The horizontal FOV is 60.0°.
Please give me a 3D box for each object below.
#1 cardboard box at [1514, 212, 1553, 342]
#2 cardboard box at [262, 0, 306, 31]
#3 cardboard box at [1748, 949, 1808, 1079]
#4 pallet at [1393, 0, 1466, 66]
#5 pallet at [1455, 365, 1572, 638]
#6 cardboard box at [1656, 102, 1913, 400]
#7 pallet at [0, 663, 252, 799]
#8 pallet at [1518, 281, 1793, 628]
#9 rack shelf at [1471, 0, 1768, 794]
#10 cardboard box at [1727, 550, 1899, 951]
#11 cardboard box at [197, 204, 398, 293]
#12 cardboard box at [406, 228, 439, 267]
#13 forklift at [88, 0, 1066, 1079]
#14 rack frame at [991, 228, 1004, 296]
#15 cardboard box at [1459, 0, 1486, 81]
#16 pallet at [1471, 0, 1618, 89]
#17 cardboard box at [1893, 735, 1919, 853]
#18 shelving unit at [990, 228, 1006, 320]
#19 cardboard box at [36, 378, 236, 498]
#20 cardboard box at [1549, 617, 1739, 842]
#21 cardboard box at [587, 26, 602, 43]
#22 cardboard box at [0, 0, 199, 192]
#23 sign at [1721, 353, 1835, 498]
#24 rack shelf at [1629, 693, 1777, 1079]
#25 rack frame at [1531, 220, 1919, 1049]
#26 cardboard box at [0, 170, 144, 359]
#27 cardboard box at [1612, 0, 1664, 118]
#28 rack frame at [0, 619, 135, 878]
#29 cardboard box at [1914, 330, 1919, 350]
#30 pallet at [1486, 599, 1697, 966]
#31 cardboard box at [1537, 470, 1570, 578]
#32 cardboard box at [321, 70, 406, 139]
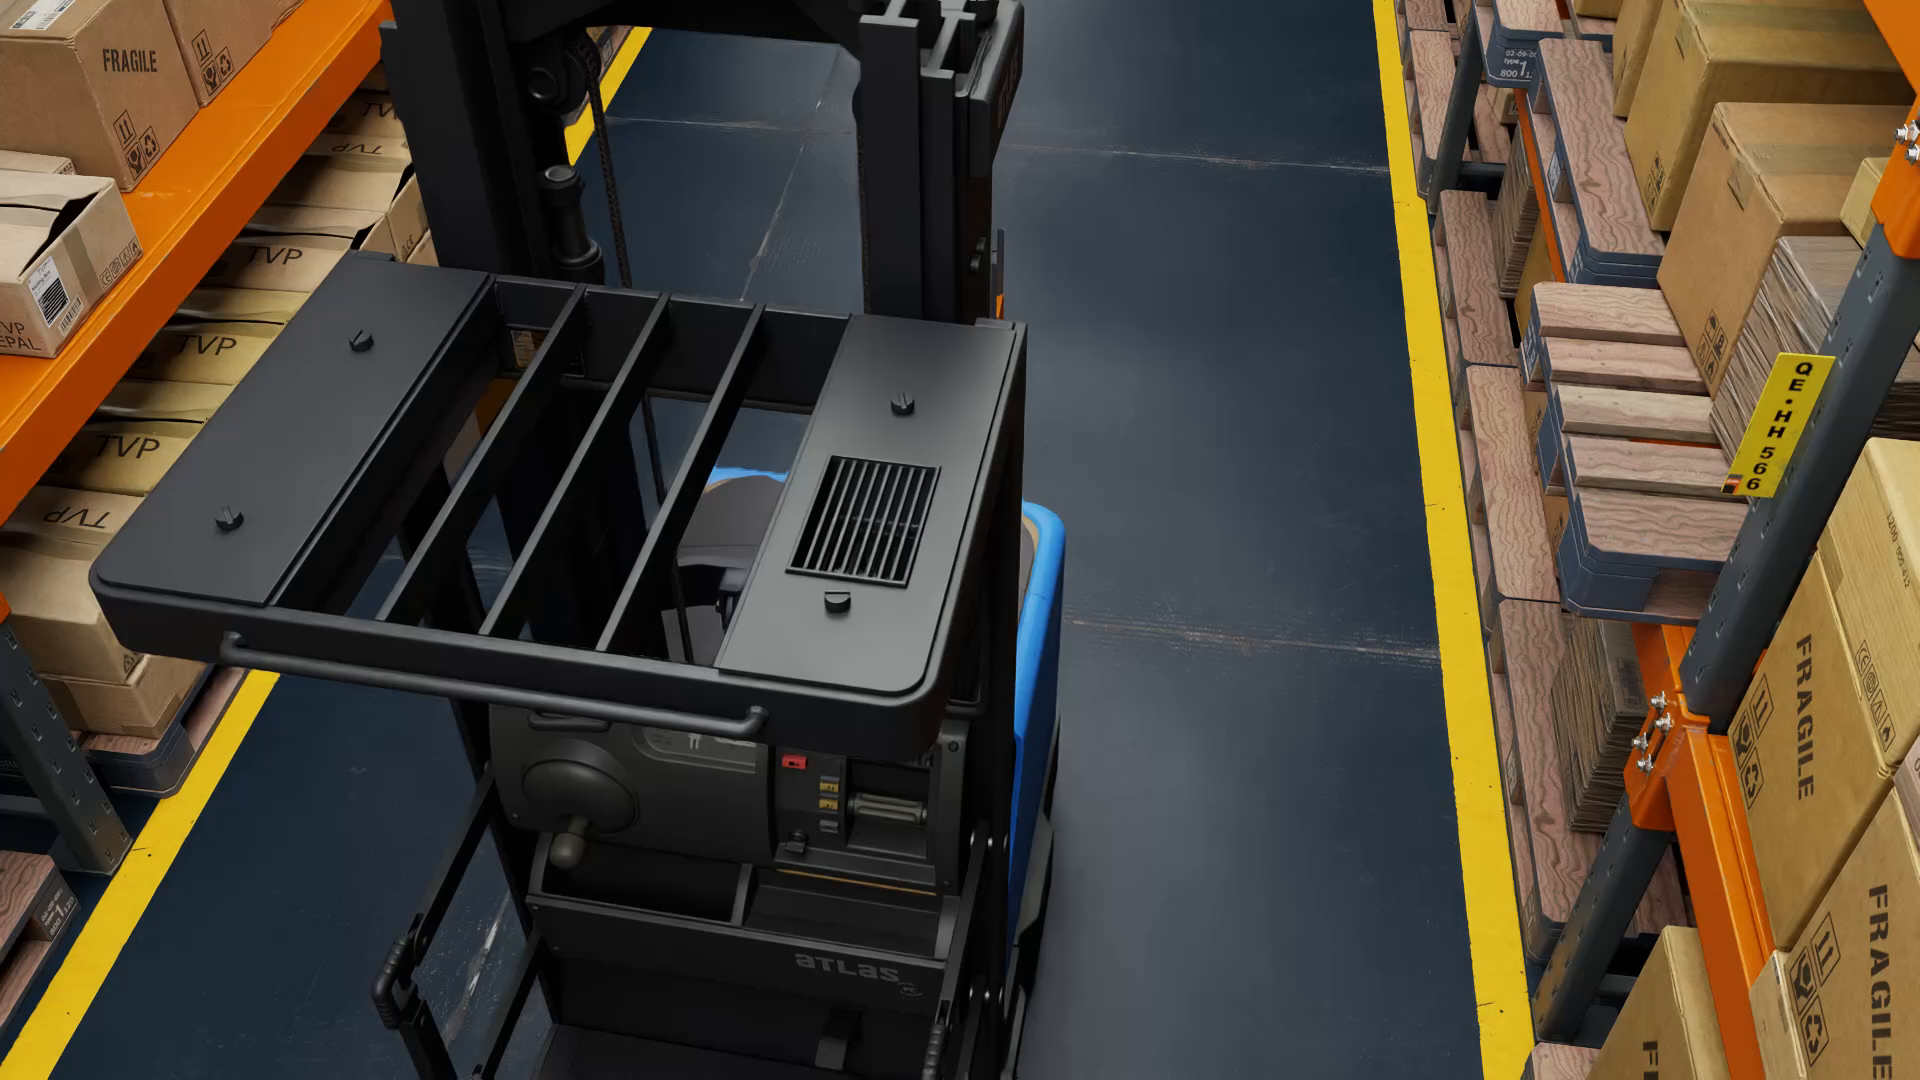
[{"bbox_3d":[2.443,-0.886,6.002,0.700,0.500,0.500,4,44,5],"label":"cardboard box"},{"bbox_3d":[-2.556,-2.097,5.710,0.500,0.500,0.500,8,44,9],"label":"cardboard box"},{"bbox_3d":[1.579,0.864,2.824,0.380,0.149,0.250,6,44,7],"label":"cardboard box"},{"bbox_3d":[2.755,-2.776,8.528,1.003,0.211,1.213,5,44,6],"label":"pallet"},{"bbox_3d":[2.282,-0.116,5.719,1.003,0.211,1.213,5,44,6],"label":"pallet"},{"bbox_3d":[2.112,-0.668,3.881,0.700,0.500,0.500,1,43,2],"label":"cardboard box"},{"bbox_3d":[-2.750,0.240,5.343,1.003,0.211,1.213,5,44,6],"label":"pallet"},{"bbox_3d":[2.002,-0.193,3.912,1.213,0.211,1.003,5,44,6],"label":"pallet"},{"bbox_3d":[2.278,-0.869,5.010,1.077,0.370,4.000,5,44,6],"label":"rack shelf"},{"bbox_3d":[1.695,0.389,2.854,0.500,0.500,0.500,6,44,7],"label":"cardboard box"},{"bbox_3d":[-2.339,-0.960,5.868,0.500,0.311,0.500,5,44,5],"label":"cardboard box"},{"bbox_3d":[-2.272,-1.093,6.417,0.500,0.250,0.500,6,44,6],"label":"cardboard box"},{"bbox_3d":[-0.487,0.562,3.025,1.130,2.935,3.031,7,44,8],"label":"forklift"},{"bbox_3d":[0.014,-0.508,5.414,0.240,1.200,0.006,5,44,6],"label":"rack frame"},{"bbox_3d":[2.640,-2.457,7.661,0.500,0.500,0.500,2,43,2],"label":"cardboard box"},{"bbox_3d":[2.297,-1.916,5.732,1.003,0.211,1.213,5,44,6],"label":"pallet"},{"bbox_3d":[1.627,0.461,2.232,0.500,0.250,0.500,5,44,5],"label":"cardboard box"},{"bbox_3d":[0.002,-0.446,5.348,0.258,1.200,0.189,5,44,6],"label":"shelving unit"},{"bbox_3d":[-2.476,-0.262,5.132,0.500,0.311,0.500,4,44,4],"label":"cardboard box"},{"bbox_3d":[2.057,0.485,4.554,0.700,0.500,0.500,6,44,6],"label":"cardboard box"},{"bbox_3d":[-2.007,-2.384,7.780,0.500,0.250,0.500,5,44,6],"label":"cardboard box"},{"bbox_3d":[-2.692,-1.397,4.971,0.500,0.500,0.500,3,44,3],"label":"cardboard box"},{"bbox_3d":[1.474,-0.202,2.997,0.100,0.325,0.005,5,44,6],"label":"sign"},{"bbox_3d":[1.749,1.857,2.131,1.077,0.370,4.000,5,44,6],"label":"rack shelf"},{"bbox_3d":[2.013,0.232,3.323,1.000,3.000,0.127,5,44,6],"label":"rack frame"},{"bbox_3d":[-2.587,-0.775,4.451,0.500,0.311,0.500,5,44,5],"label":"cardboard box"},{"bbox_3d":[2.304,-1.514,4.775,0.700,0.500,0.500,11,45,11],"label":"cardboard box"},{"bbox_3d":[-2.898,-0.215,3.796,1.000,3.000,0.127,5,44,6],"label":"rack frame"},{"bbox_3d":[2.029,-0.437,3.165,0.380,0.149,0.250,0,43,0],"label":"cardboard box"},{"bbox_3d":[2.118,0.713,4.844,1.003,0.211,1.213,5,44,6],"label":"pallet"},{"bbox_3d":[2.278,-0.197,5.274,0.700,0.500,0.500,5,44,5],"label":"cardboard box"},{"bbox_3d":[-2.201,-1.642,6.589,0.500,0.311,0.500,6,44,7],"label":"cardboard box"}]
